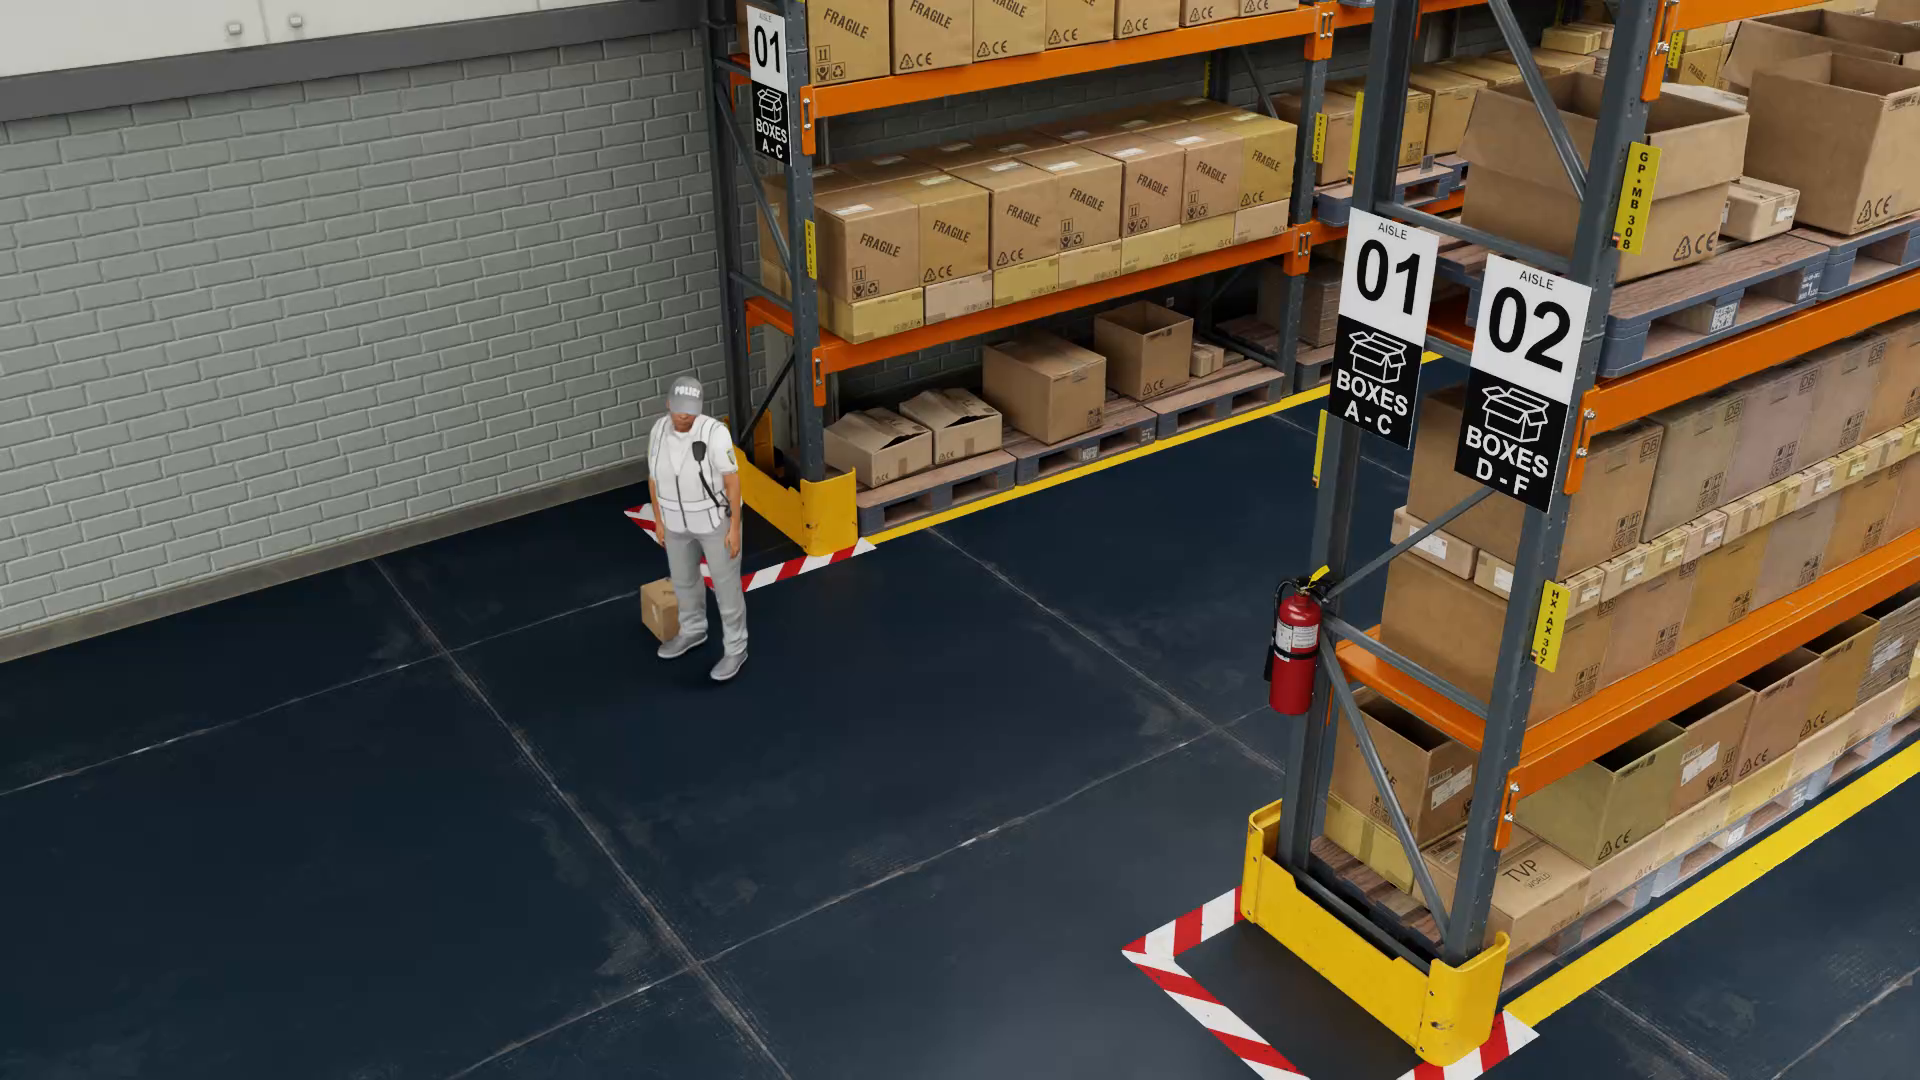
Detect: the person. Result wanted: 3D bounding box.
[{"bbox_3d":[-1.390,-0.077,8.713,0.561,1.672,0.444,9,30,16],"label":"person"}]
